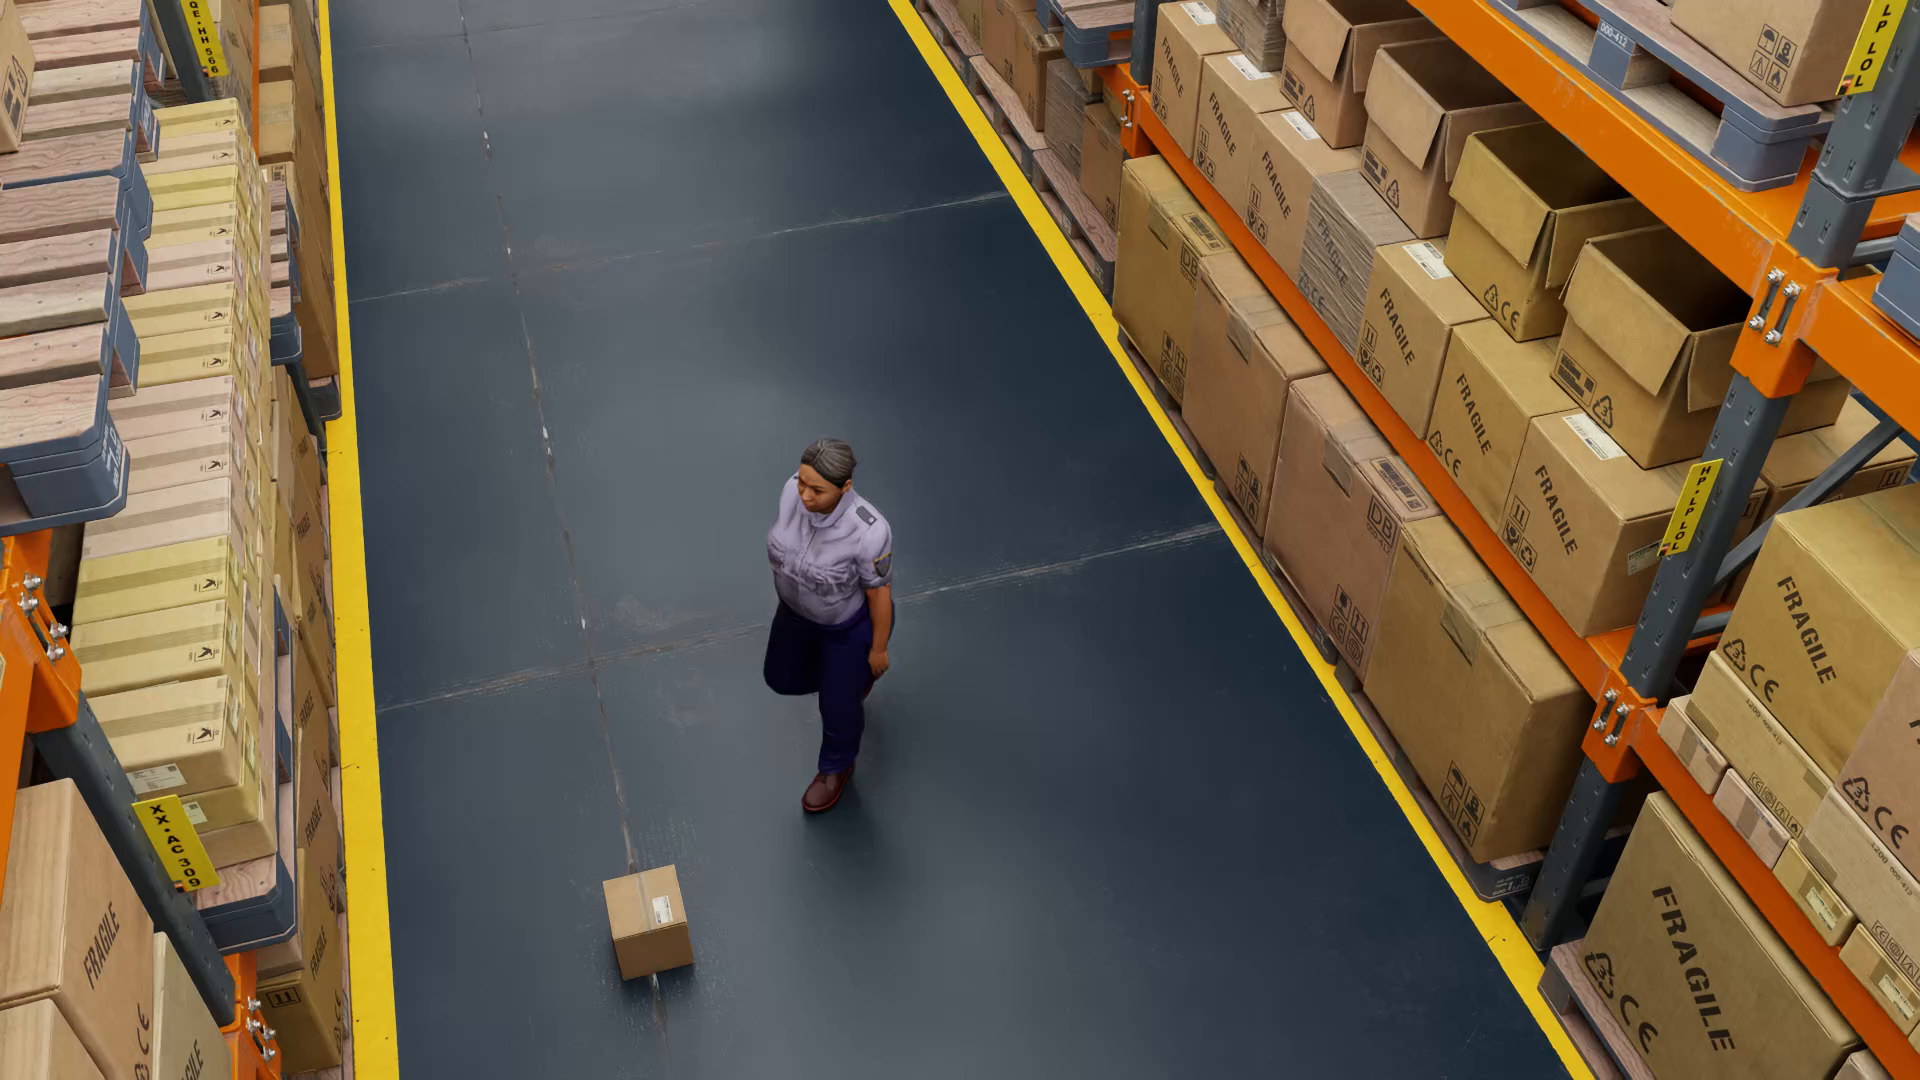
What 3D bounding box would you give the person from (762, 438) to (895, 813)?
[{"bbox_3d":[-0.428,0.248,5.889,0.523,1.619,0.606,26,49,26],"label":"person"}]
